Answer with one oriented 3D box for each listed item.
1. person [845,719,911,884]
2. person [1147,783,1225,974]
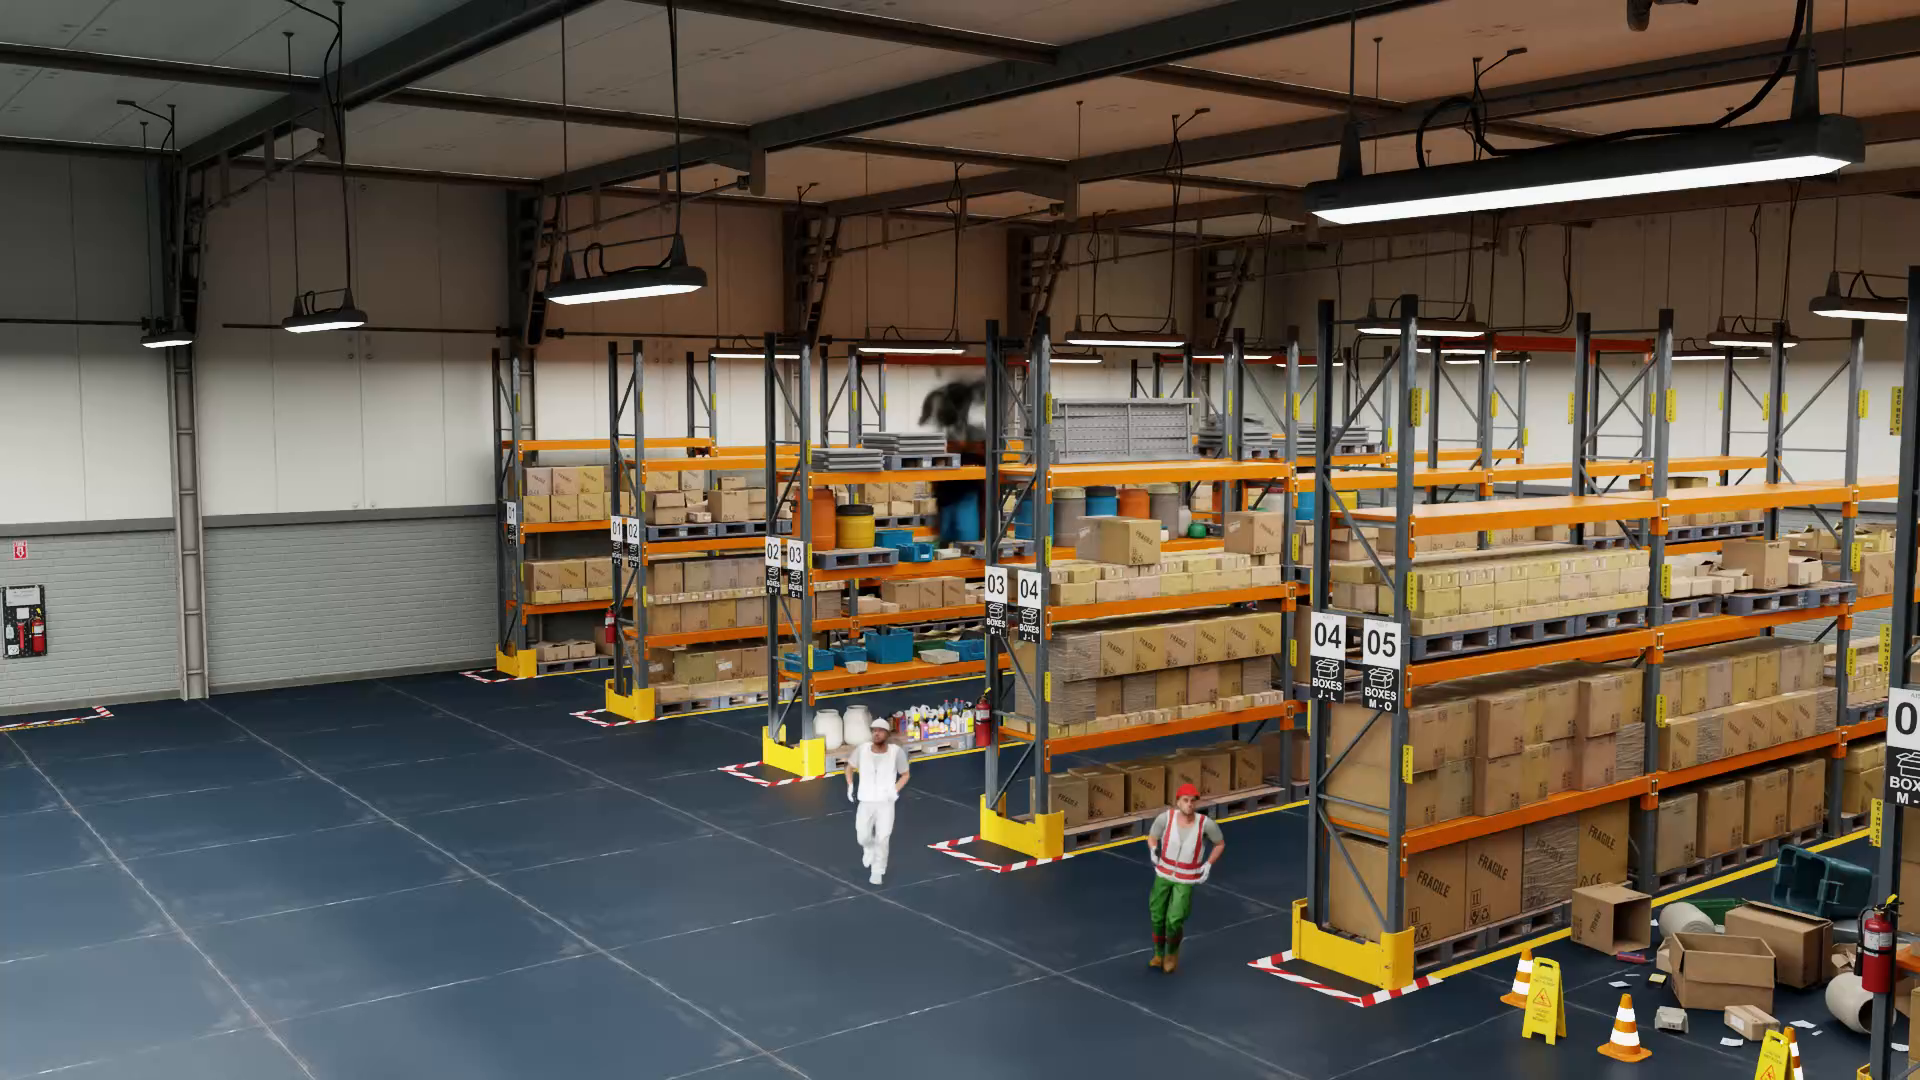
[{"bbox_3d":[-0.879,2.754,17.673,0.706,1.726,0.559,0,5,4],"label":"person"},{"bbox_3d":[1.948,3.008,14.712,0.662,1.731,0.610,2,5,24],"label":"person"}]
